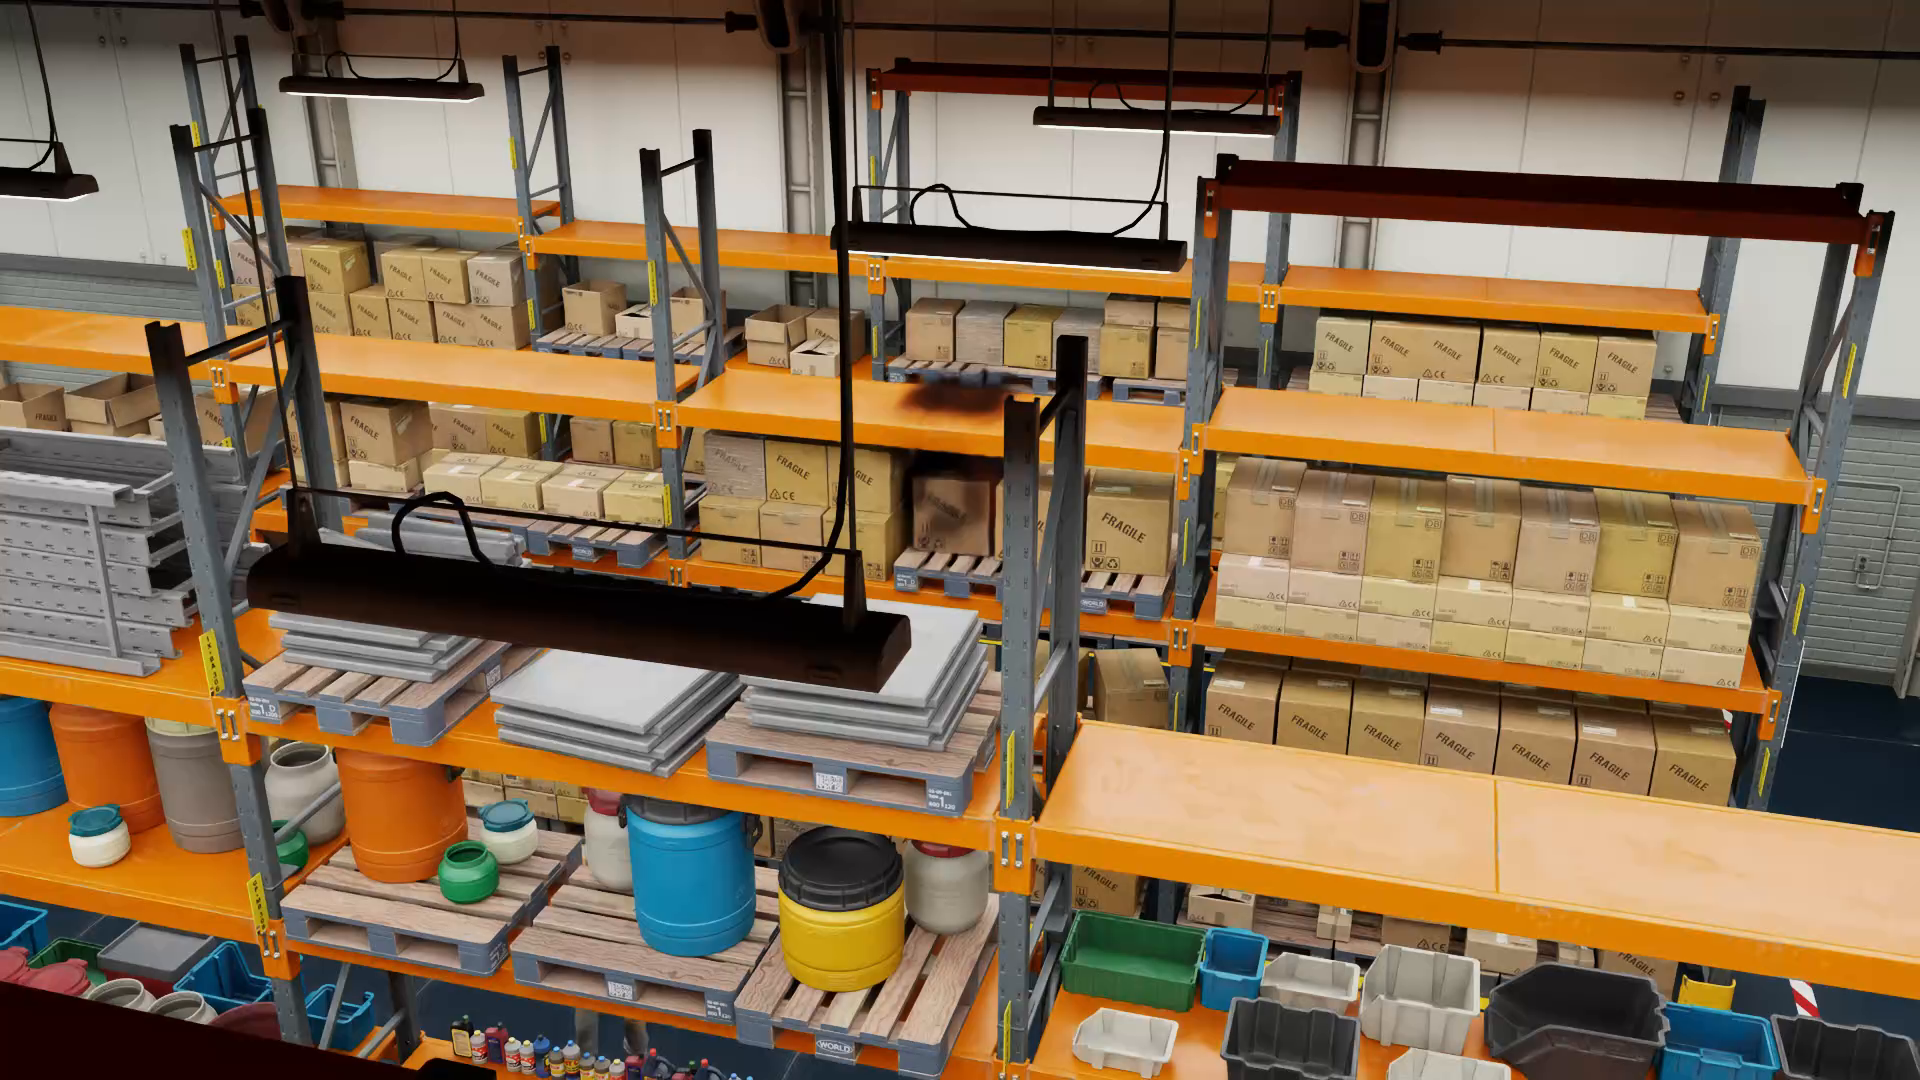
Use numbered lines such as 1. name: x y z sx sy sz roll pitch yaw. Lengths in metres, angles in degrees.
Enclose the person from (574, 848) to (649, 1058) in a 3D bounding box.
1. person: -2.399 2.832 11.261 0.601 1.759 0.470 -1 23 -2
